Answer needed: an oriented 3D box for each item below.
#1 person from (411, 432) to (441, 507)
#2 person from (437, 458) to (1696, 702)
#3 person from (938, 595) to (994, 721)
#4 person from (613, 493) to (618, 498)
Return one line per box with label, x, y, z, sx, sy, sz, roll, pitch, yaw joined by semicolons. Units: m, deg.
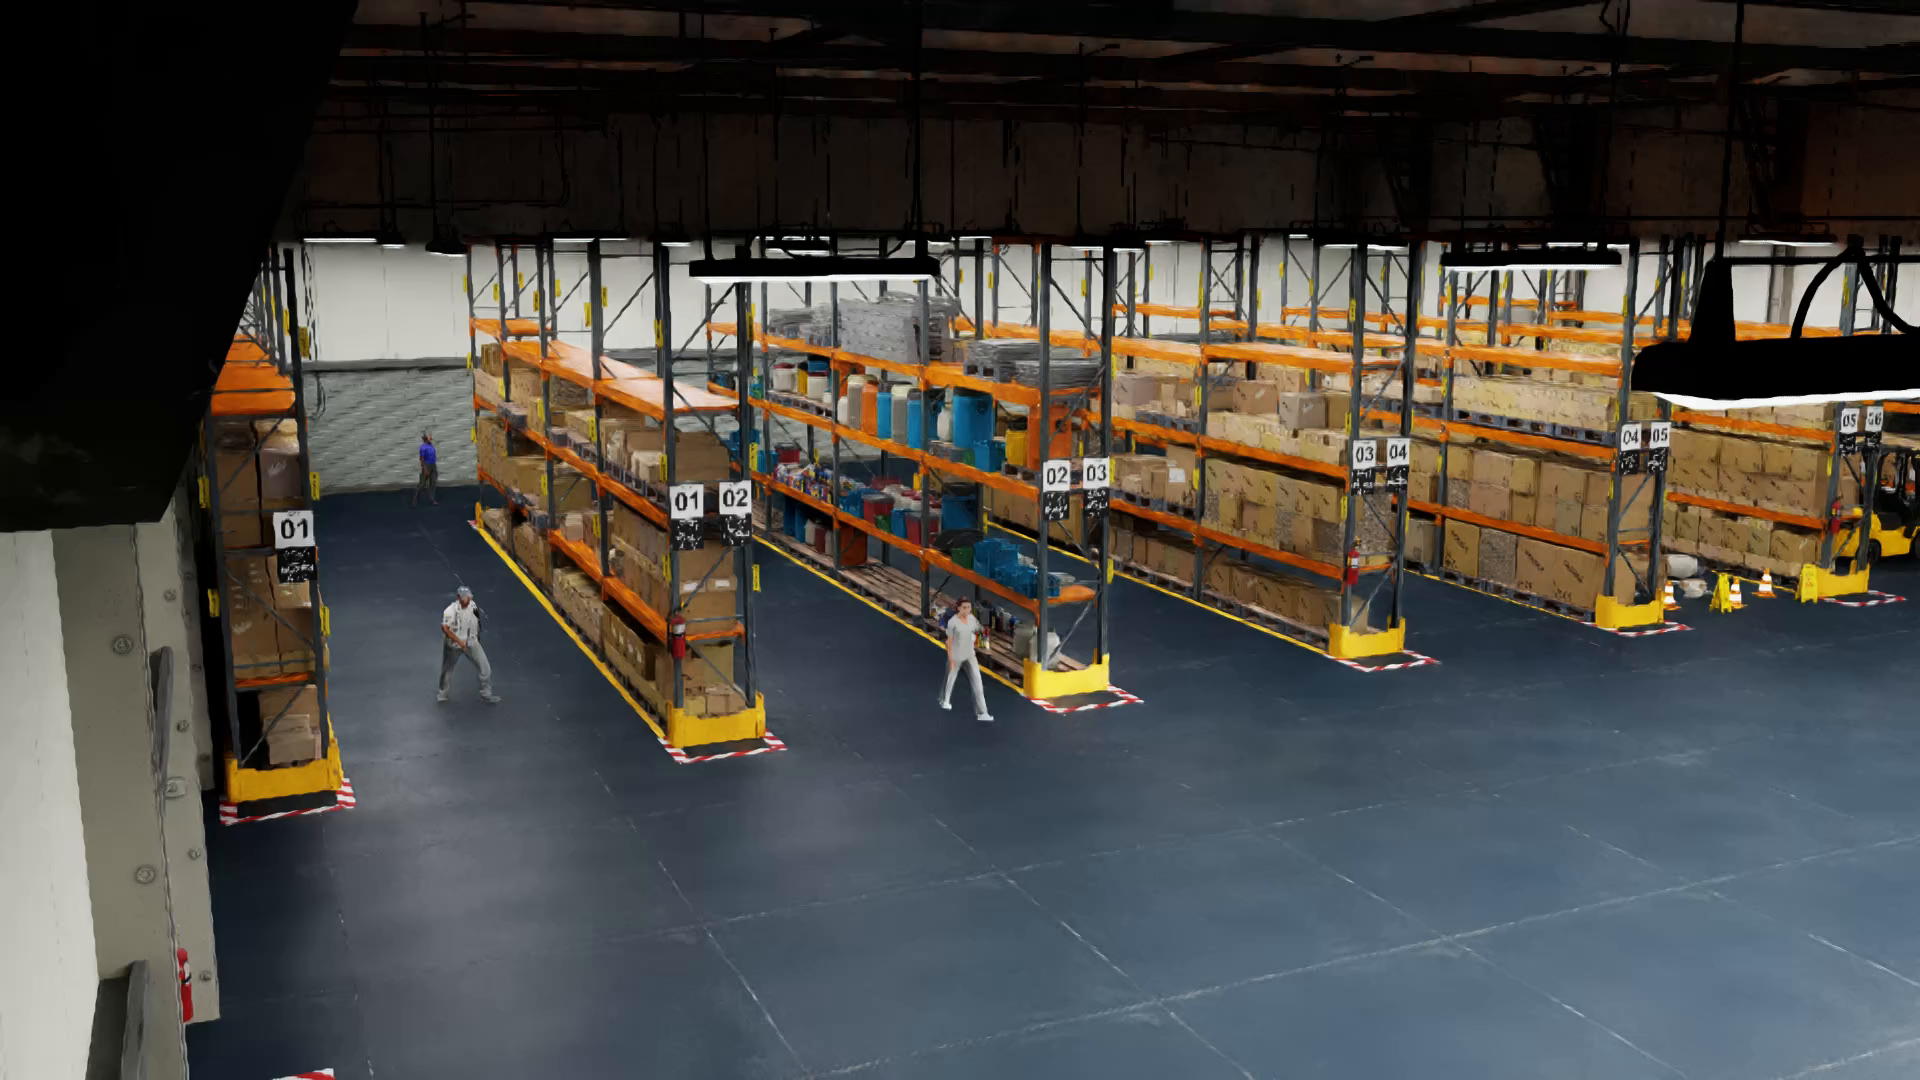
person;-11.921;-1.562;36.910;0.460;1.640;0.641;4;12;21
person;3.489;0.302;26.449;21.846;1.930;7.145;-10;14;-40
person;0.026;1.485;21.224;0.449;1.567;1.099;-5;12;-26
person;-6.886;-1.084;34.262;0.719;1.714;0.578;-5;12;-26
